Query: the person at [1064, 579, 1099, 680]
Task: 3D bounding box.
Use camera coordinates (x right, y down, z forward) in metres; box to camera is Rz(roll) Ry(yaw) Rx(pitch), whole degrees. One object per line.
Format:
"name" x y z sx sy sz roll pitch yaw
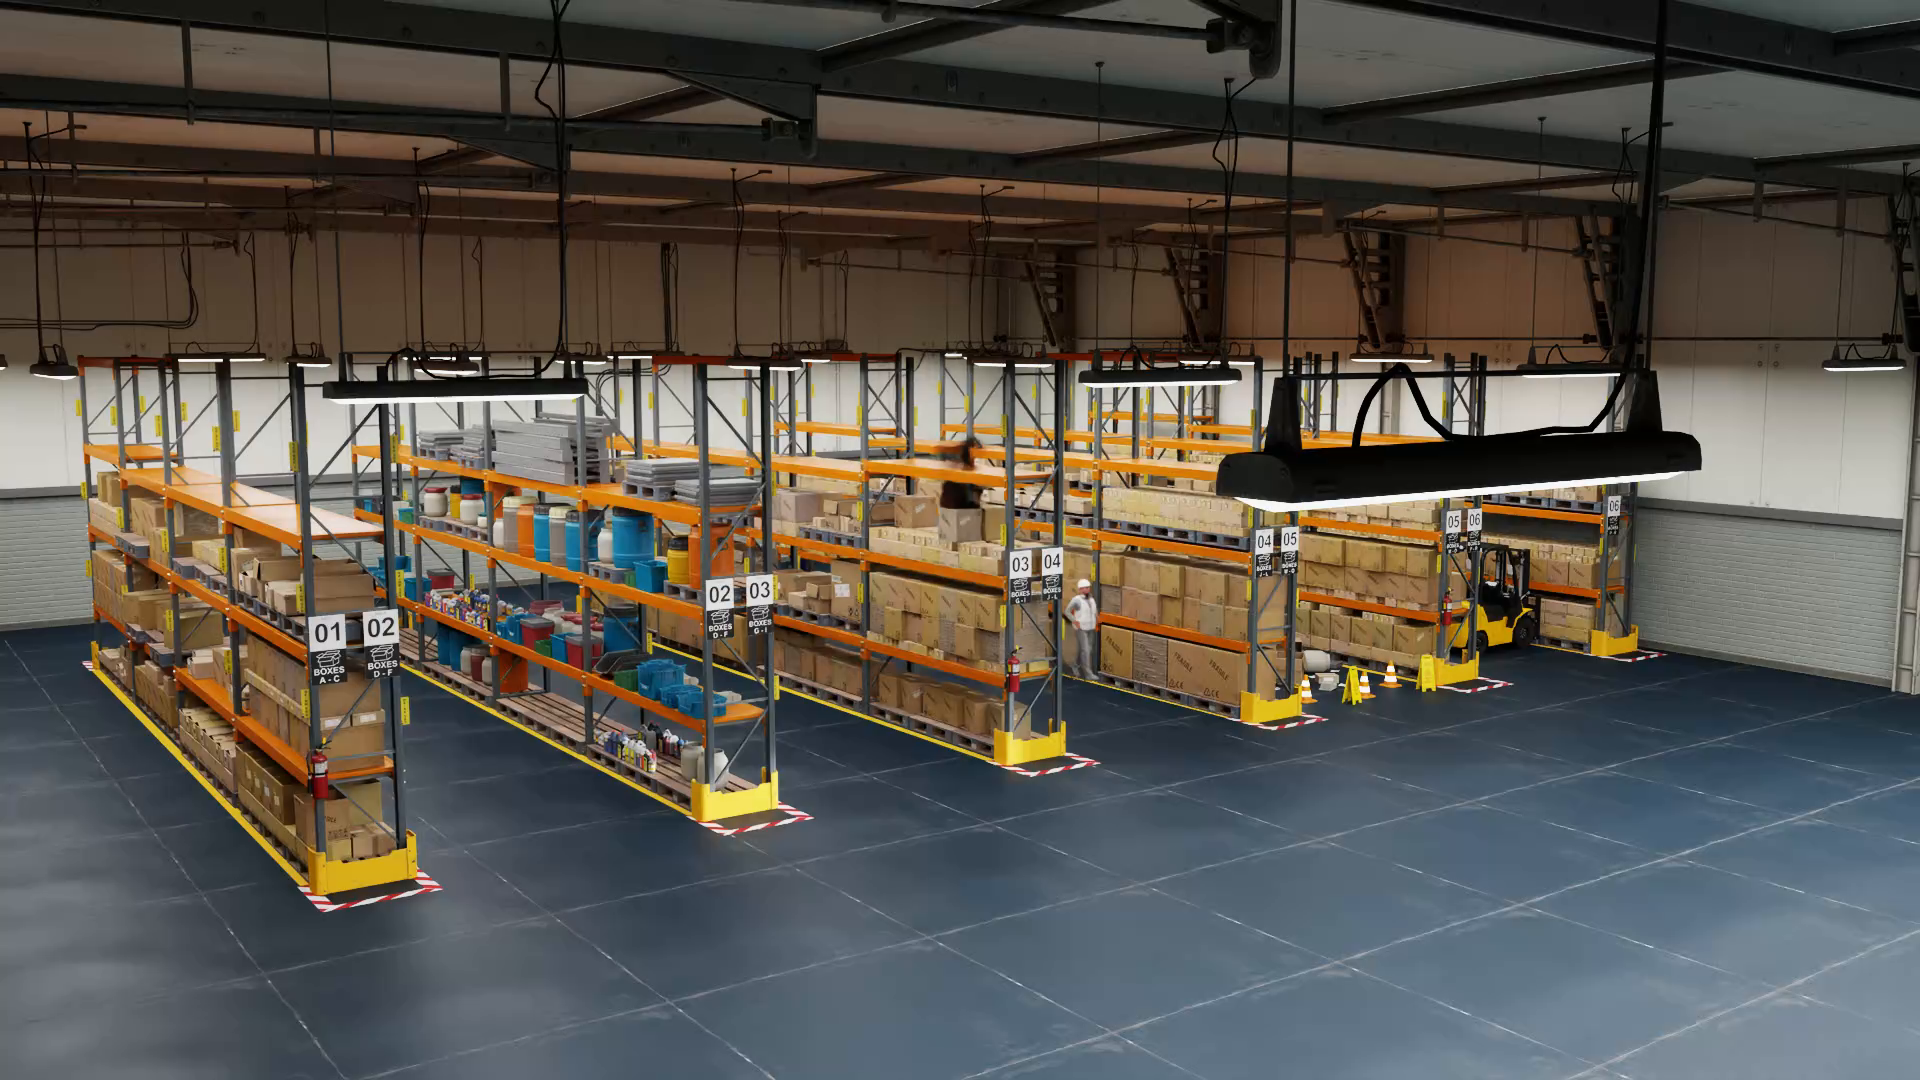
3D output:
"person" 2.222 1.598 29.583 0.676 1.812 0.743 -6 9 -42

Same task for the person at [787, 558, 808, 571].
"person" -4.062 0.444 42.134 0.651 1.651 0.659 1 7 5

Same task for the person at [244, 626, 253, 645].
"person" -14.036 1.562 32.457 0.845 1.725 0.671 6 9 42
